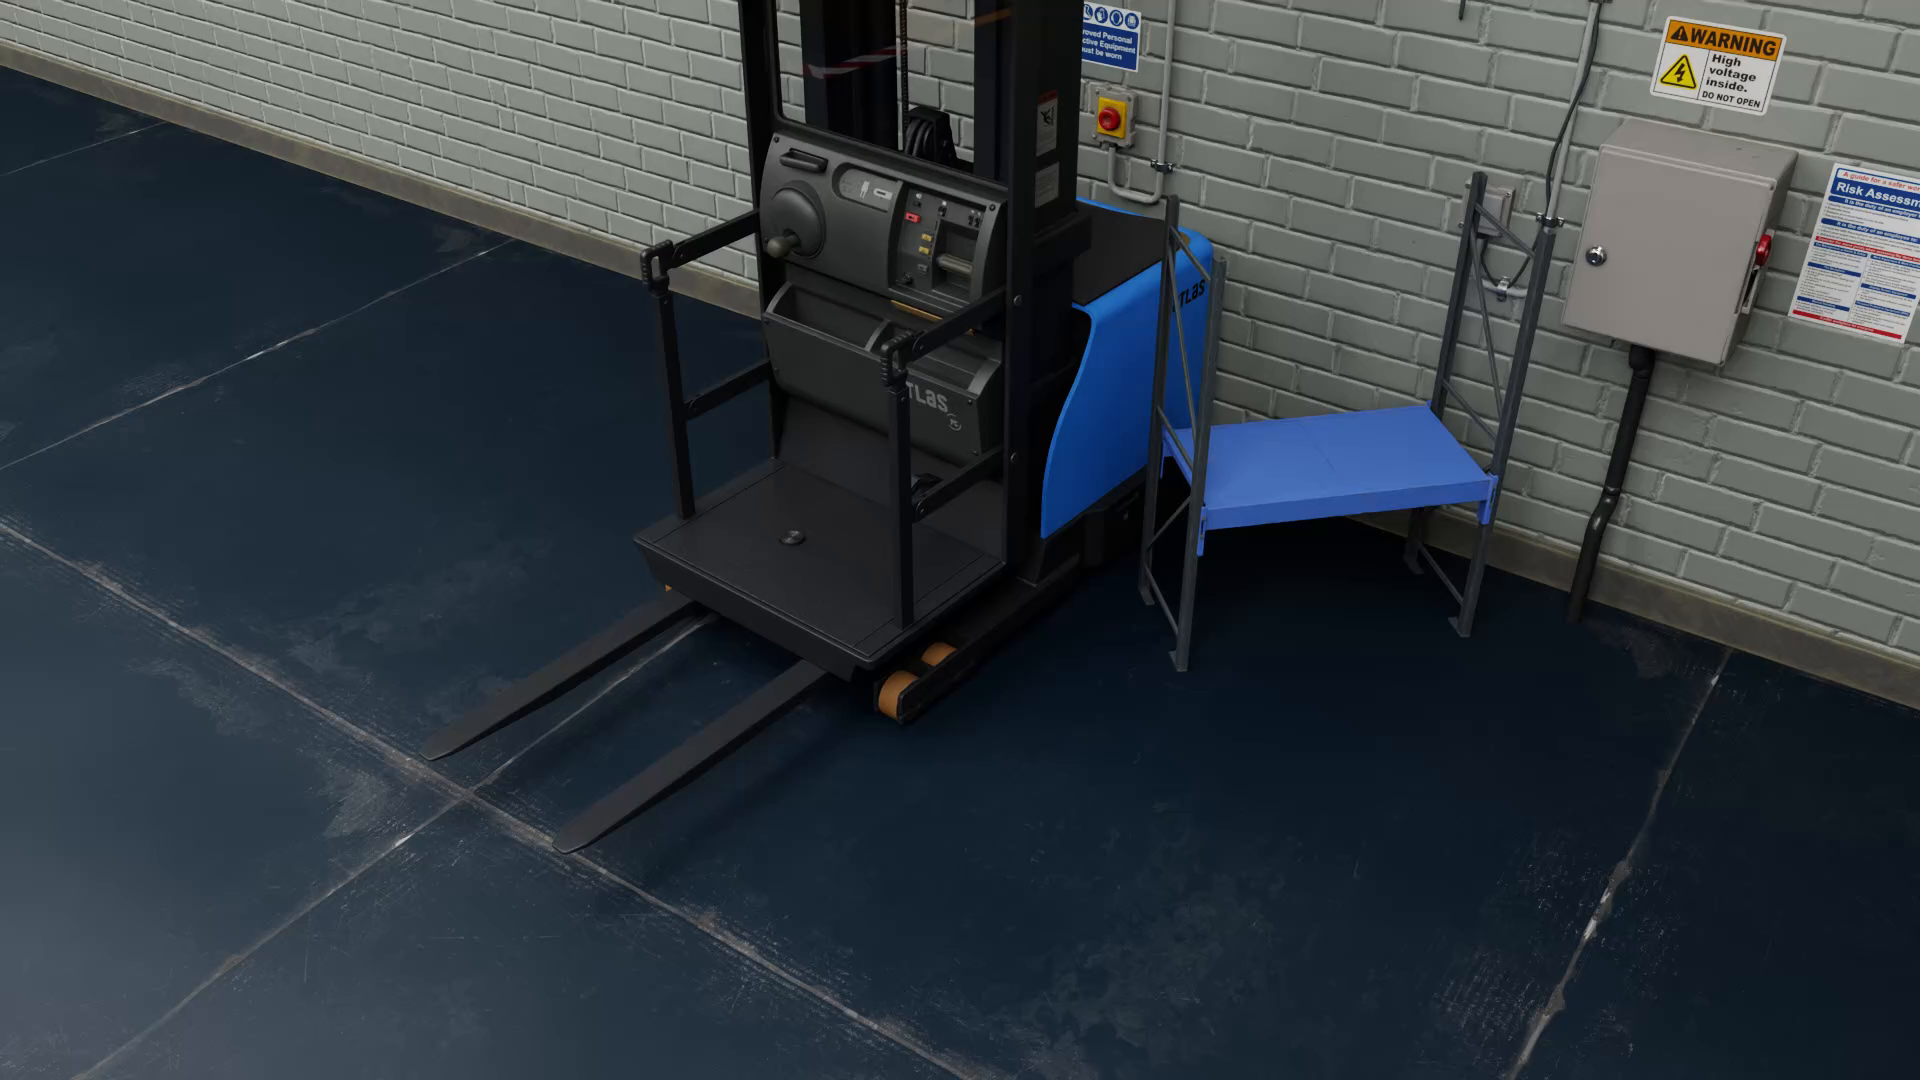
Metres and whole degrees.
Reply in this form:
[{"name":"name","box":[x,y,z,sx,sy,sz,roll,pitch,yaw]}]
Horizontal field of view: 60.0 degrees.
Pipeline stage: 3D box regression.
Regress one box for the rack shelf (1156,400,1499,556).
[{"name":"rack shelf","box":[1.202,-0.218,5.554,1.000,0.185,0.538,-6,35,-9]}]

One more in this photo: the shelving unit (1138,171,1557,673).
[{"name":"shelving unit","box":[1.202,-0.367,5.453,1.048,1.500,0.538,-6,35,-9]}]

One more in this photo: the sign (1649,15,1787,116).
[{"name":"sign","box":[2.230,-1.399,4.904,0.339,0.242,0.001,21,39,28]}]

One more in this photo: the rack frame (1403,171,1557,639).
[{"name":"rack frame","box":[1.701,-0.420,5.532,0.032,1.500,0.500,-6,35,-9]}]

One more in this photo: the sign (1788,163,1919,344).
[{"name":"sign","box":[2.681,-0.842,4.903,0.329,0.494,0.001,21,39,28]}]

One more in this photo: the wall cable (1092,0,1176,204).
[{"name":"wall cable","box":[0.515,-2.116,5.767,0.585,1.953,0.123,21,39,28]}]

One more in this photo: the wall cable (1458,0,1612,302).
[{"name":"wall cable","box":[1.687,-1.656,5.114,0.588,1.984,0.122,21,39,28]}]

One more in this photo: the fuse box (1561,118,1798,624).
[{"name":"fuse box","box":[2.158,-0.411,5.330,0.539,1.711,0.414,21,39,28]}]

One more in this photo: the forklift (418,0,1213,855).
[{"name":"forklift","box":[-0.394,-0.942,5.026,1.130,2.935,3.031,24,41,31]}]

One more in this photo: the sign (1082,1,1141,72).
[{"name":"sign","box":[0.510,-1.838,6.049,0.327,0.218,0.001,21,39,28]}]

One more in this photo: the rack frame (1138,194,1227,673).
[{"name":"rack frame","box":[0.702,-0.313,5.374,0.032,1.500,0.500,-6,35,-9]}]
